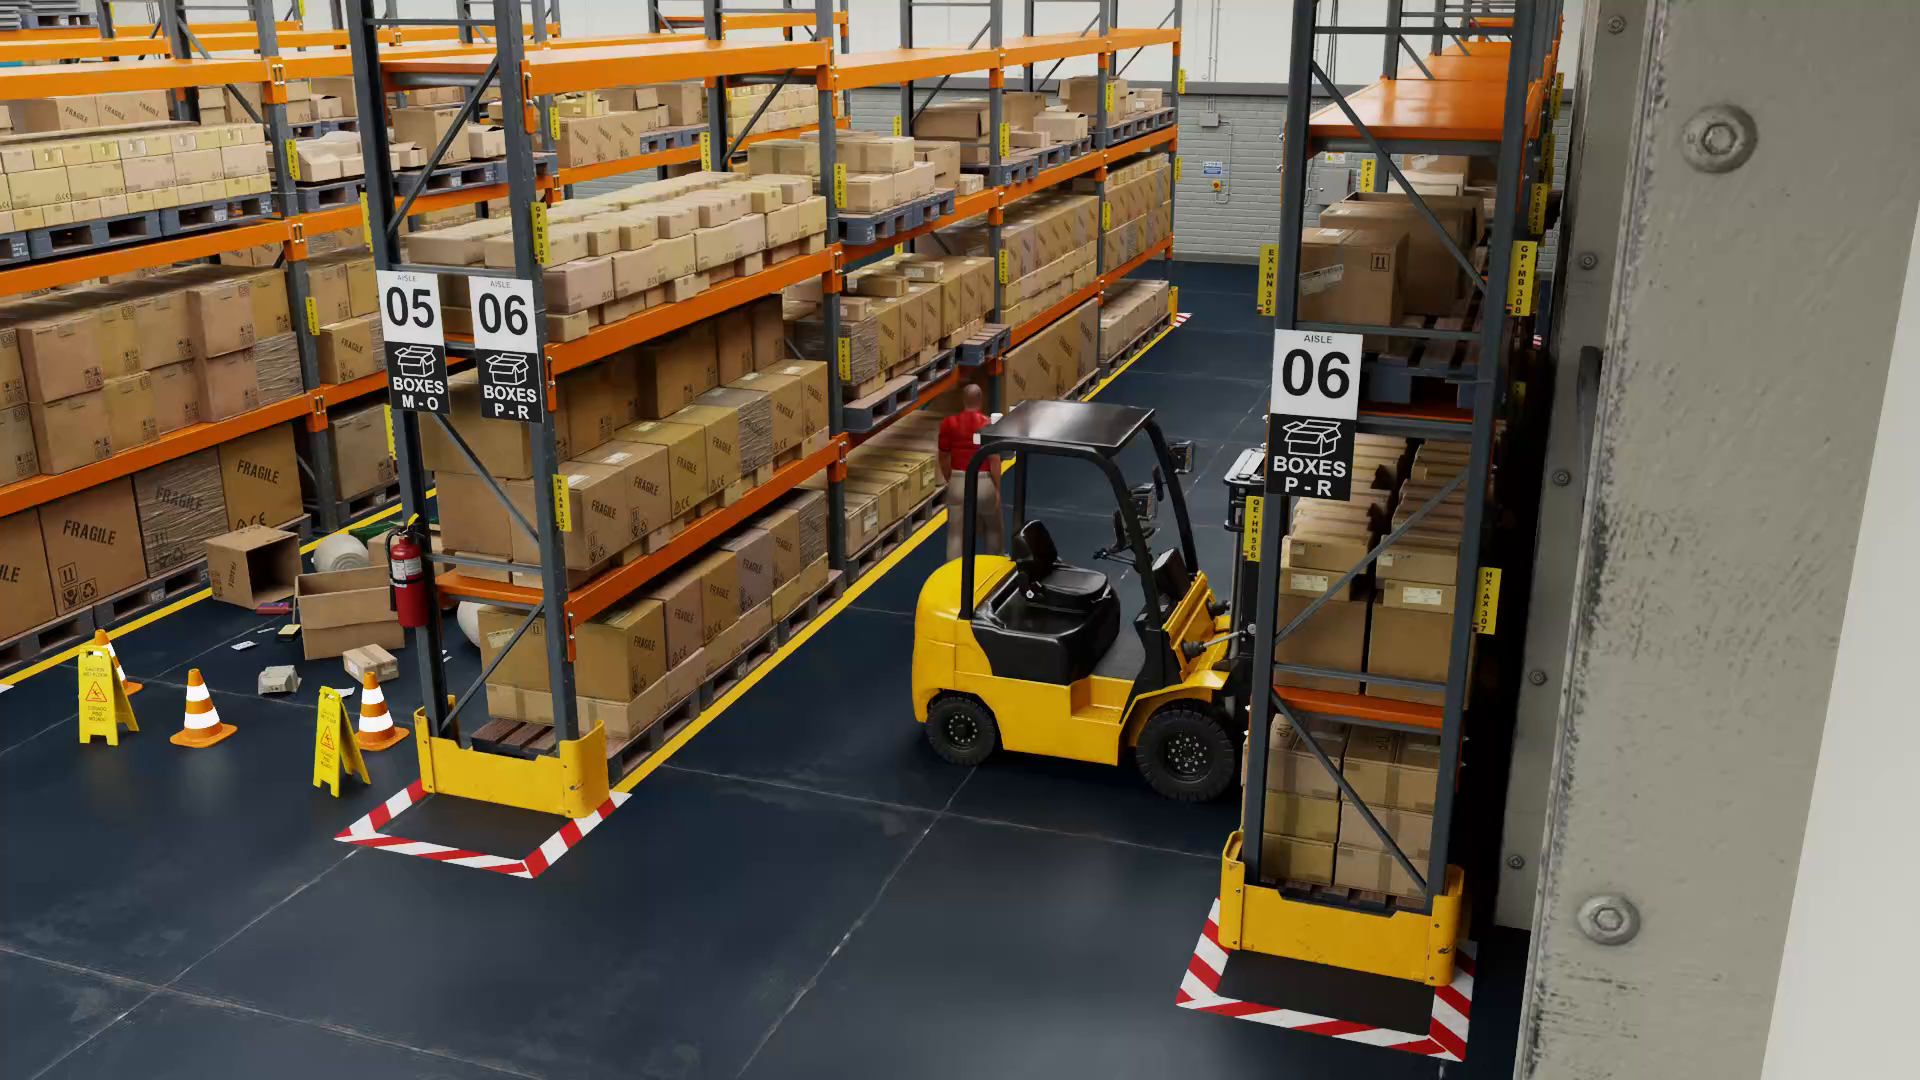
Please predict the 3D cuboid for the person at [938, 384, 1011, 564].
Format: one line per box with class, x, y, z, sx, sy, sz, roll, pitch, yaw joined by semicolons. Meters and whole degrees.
person;0.107;-0.437;13.389;0.542;1.688;0.944;5;19;15
